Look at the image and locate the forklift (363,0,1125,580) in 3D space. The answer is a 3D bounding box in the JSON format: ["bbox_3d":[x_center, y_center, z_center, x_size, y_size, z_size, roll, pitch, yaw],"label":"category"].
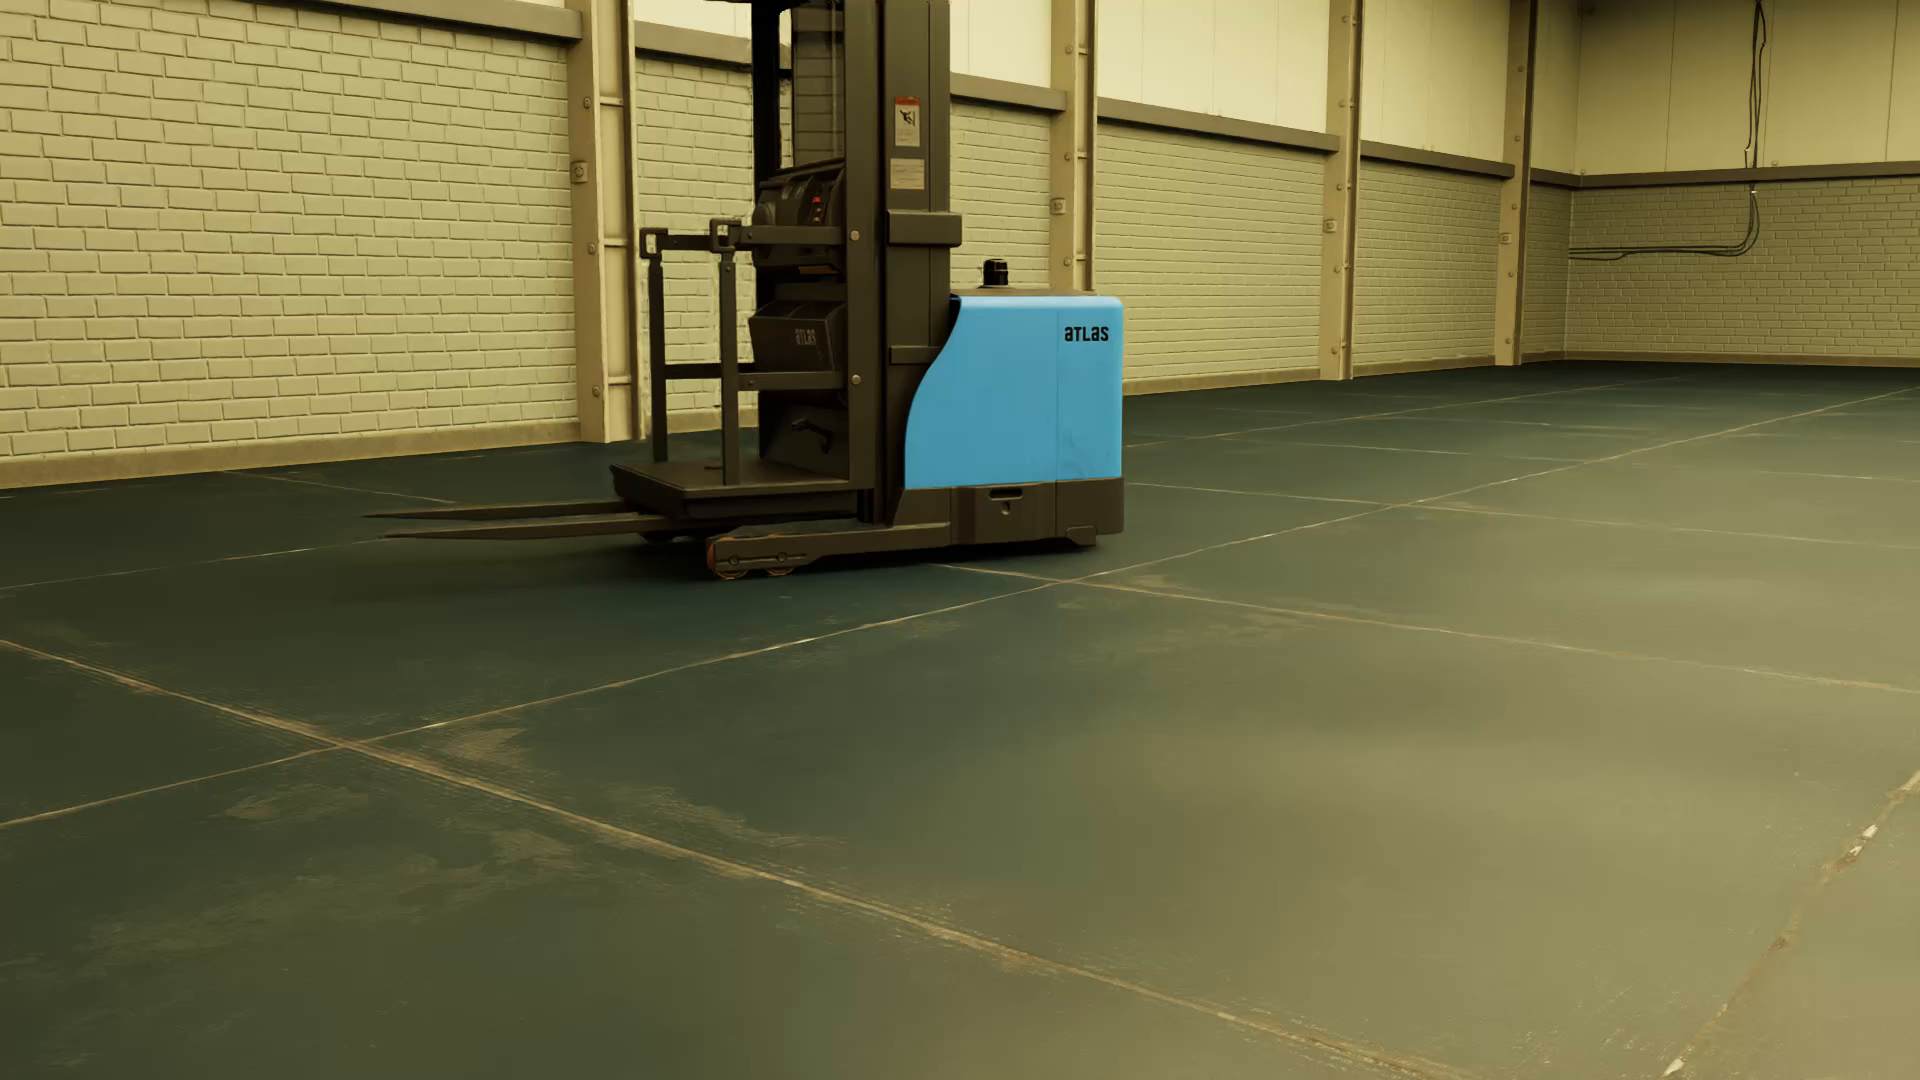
[{"bbox_3d":[-0.850,-1.385,6.744,3.031,2.935,1.130,-4,9,-26],"label":"forklift"}]
